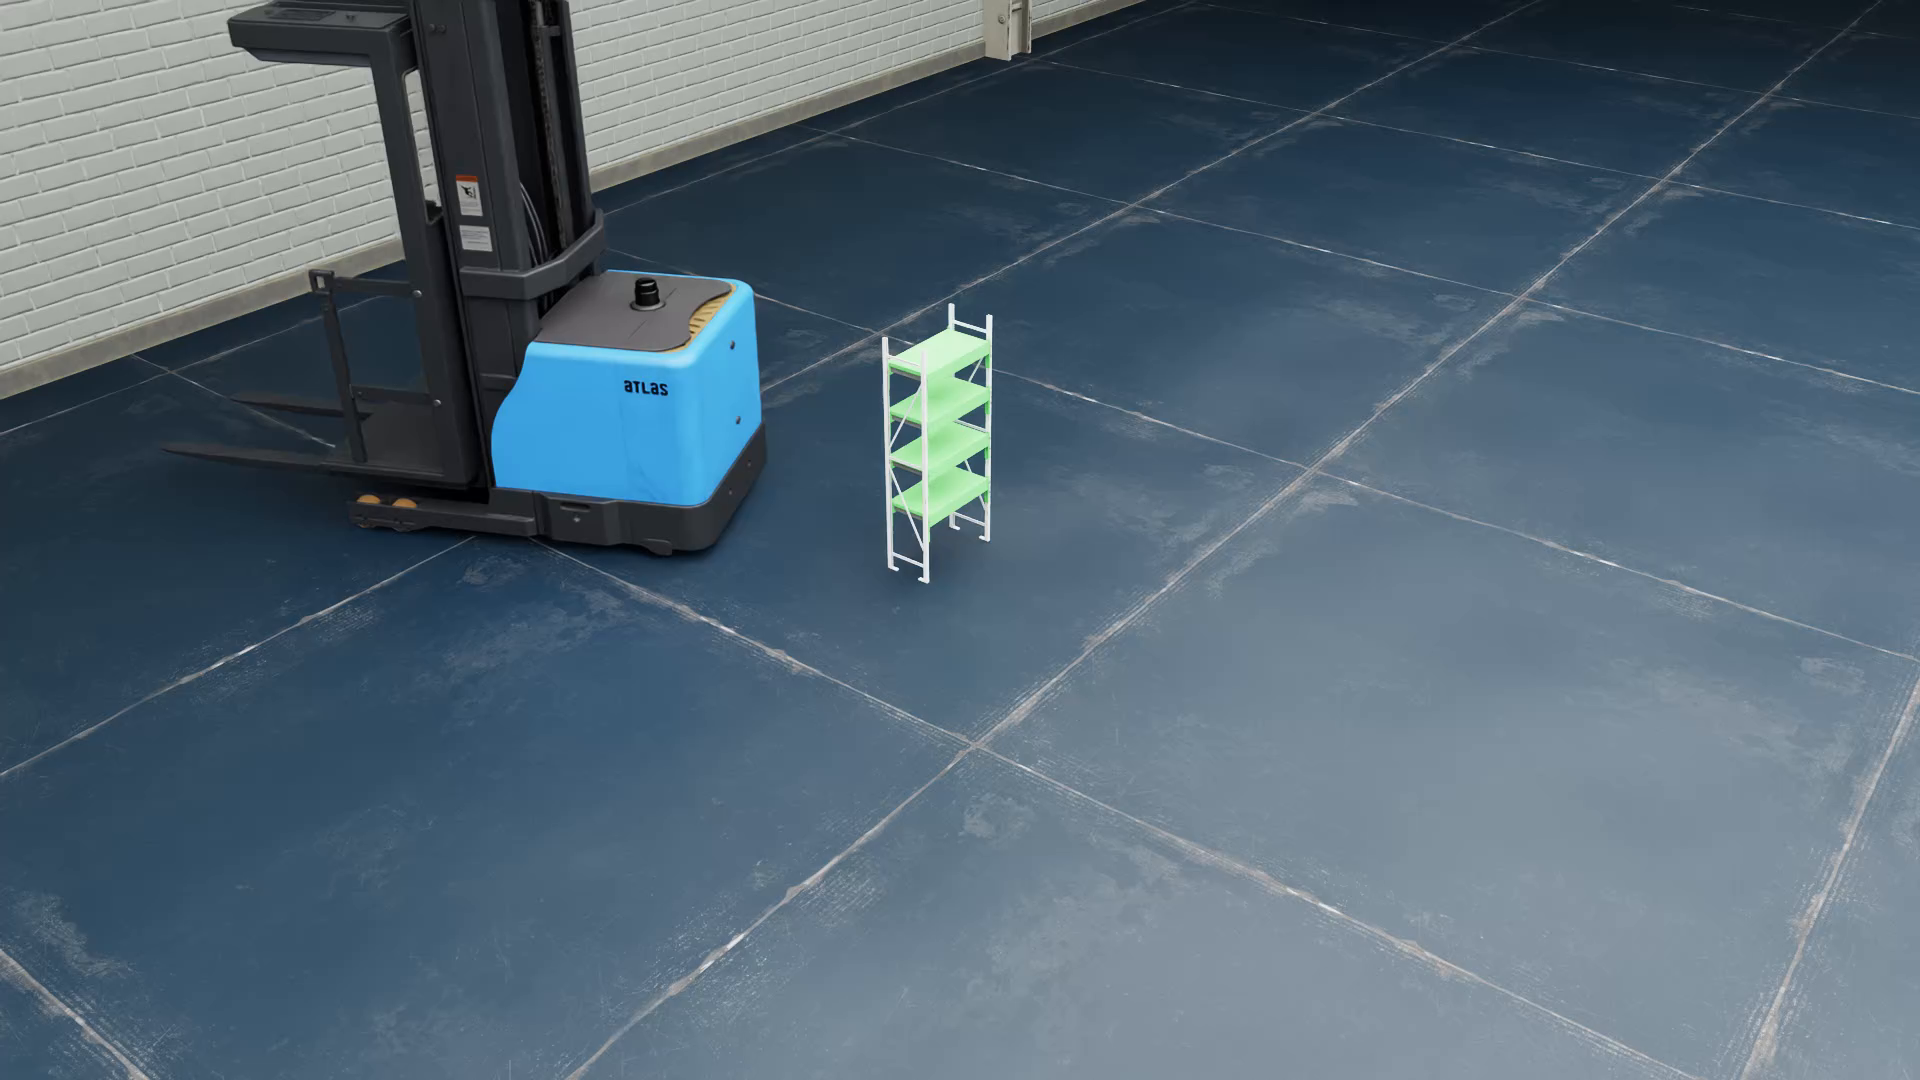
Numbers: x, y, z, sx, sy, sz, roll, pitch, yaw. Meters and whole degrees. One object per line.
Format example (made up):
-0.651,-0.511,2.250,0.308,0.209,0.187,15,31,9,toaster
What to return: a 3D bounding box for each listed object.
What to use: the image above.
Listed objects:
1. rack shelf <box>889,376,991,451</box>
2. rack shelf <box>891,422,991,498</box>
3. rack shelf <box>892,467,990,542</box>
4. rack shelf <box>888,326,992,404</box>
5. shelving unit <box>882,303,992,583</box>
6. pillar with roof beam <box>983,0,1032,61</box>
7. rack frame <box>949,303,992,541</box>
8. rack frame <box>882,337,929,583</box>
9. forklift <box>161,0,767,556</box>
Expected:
-0.100,-0.600,7.741,0.258,0.148,0.480,21,37,31,rack shelf
-0.100,-0.394,7.863,0.258,0.148,0.480,21,37,31,rack shelf
-0.100,-0.187,7.986,0.258,0.148,0.480,21,37,31,rack shelf
-0.100,-0.807,7.618,0.258,0.148,0.480,21,37,31,rack shelf
-0.100,-0.449,7.831,0.258,1.200,0.503,21,37,31,shelving unit
3.893,-7.306,11.751,9.100,9.000,0.400,21,37,31,pillar with roof beam
0.047,-0.548,7.998,0.240,1.200,0.015,21,37,31,rack frame
-0.247,-0.350,7.663,0.240,1.200,0.015,21,37,31,rack frame
-2.592,-1.554,7.998,3.031,2.935,1.130,6,31,10,forklift
